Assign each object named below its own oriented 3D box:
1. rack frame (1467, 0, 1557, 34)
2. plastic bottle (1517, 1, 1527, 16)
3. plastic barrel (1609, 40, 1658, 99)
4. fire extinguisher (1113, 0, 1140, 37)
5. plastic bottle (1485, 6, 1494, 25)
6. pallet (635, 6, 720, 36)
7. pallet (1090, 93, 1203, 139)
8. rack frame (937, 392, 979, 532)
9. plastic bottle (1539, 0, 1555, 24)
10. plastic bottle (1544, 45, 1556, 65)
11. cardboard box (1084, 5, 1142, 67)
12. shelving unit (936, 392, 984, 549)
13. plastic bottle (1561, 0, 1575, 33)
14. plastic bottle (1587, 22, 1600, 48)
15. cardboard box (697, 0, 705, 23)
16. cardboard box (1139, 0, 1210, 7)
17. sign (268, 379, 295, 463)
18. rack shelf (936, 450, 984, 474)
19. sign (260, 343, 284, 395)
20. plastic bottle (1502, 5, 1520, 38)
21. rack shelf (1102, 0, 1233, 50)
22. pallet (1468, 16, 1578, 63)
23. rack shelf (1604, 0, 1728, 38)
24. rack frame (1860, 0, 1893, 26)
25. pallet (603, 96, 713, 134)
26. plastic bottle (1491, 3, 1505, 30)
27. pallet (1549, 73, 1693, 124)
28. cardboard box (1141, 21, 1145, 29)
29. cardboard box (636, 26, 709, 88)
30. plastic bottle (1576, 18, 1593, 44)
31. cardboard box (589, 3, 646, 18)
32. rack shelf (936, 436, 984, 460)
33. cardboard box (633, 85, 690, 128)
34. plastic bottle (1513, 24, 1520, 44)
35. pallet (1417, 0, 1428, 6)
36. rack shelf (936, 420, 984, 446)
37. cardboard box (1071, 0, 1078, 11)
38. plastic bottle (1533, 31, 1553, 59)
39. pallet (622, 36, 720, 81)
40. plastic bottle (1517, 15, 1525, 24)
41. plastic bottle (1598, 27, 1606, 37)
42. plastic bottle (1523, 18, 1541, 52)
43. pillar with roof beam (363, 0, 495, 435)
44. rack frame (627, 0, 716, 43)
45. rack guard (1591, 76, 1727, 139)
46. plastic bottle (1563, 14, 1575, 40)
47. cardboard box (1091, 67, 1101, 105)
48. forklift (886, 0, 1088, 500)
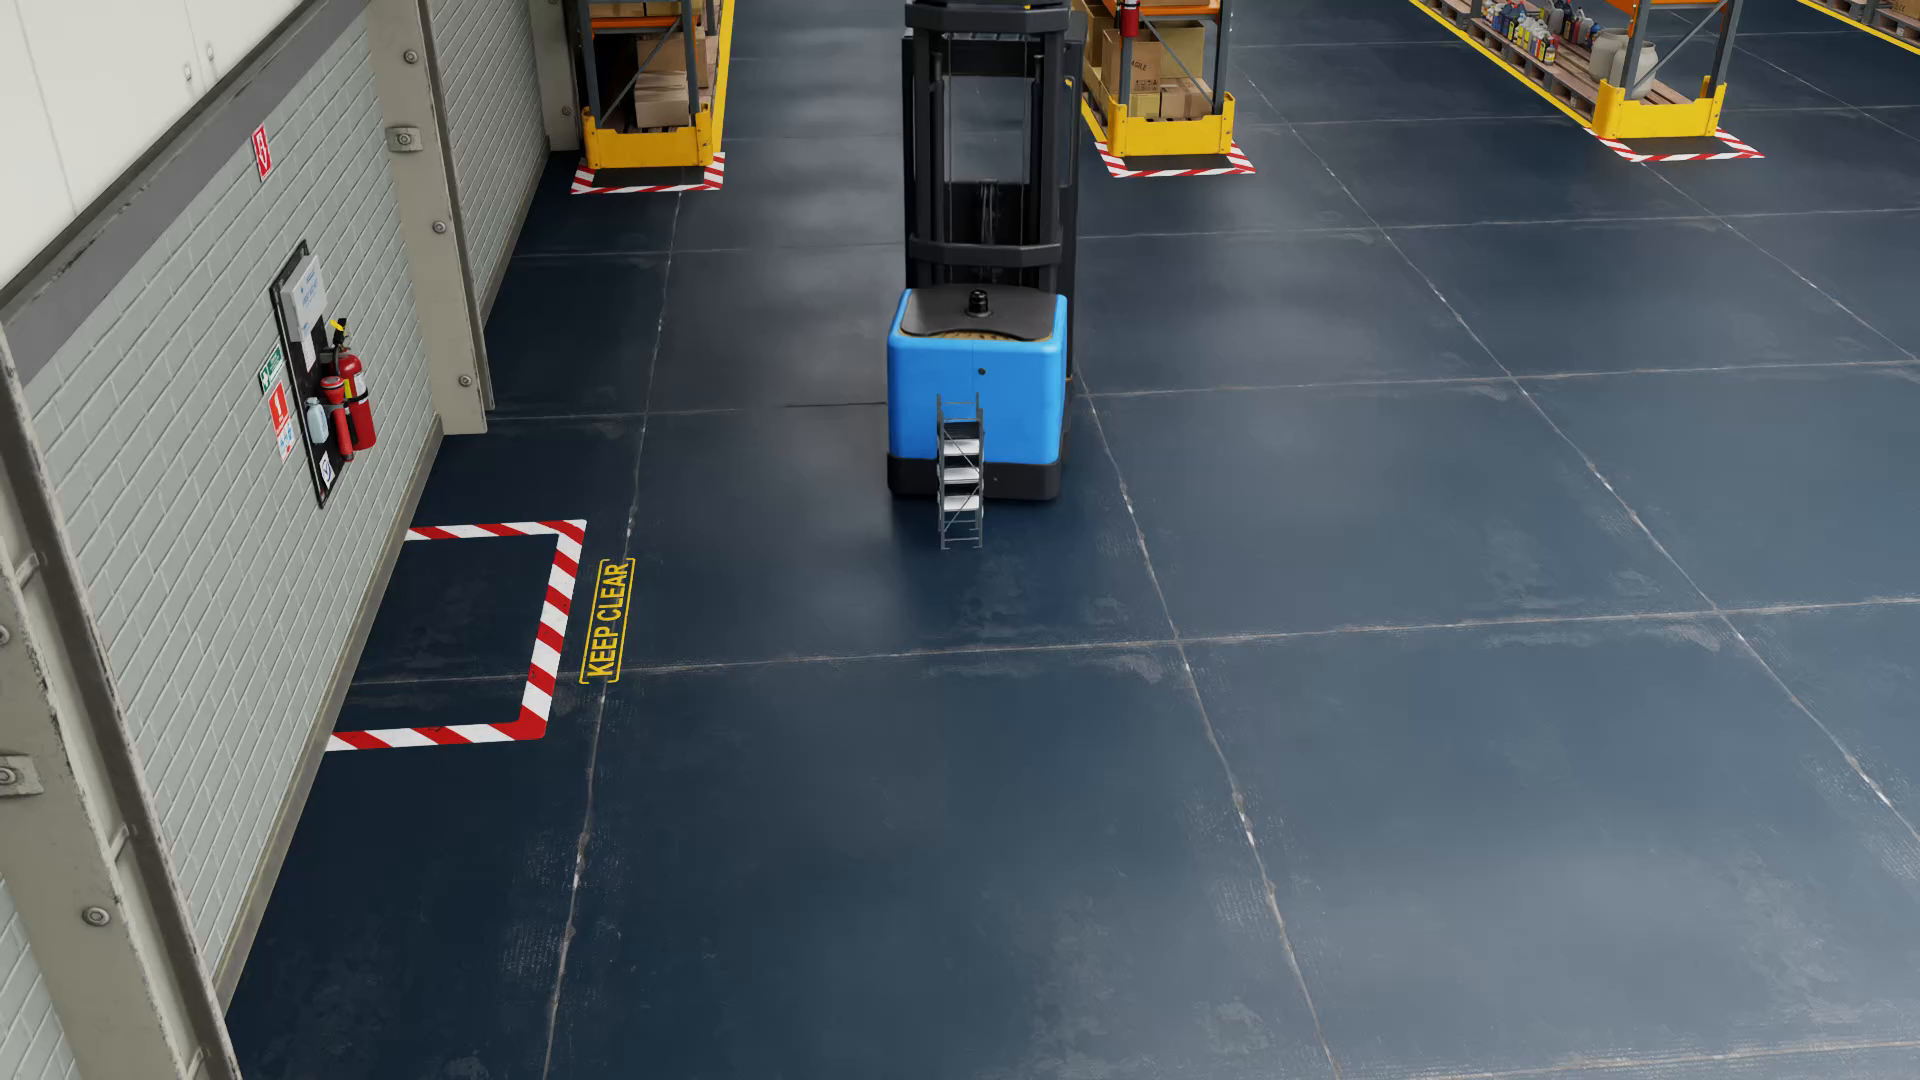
[{"bbox_3d":[6.570,-7.350,19.130,1.000,3.000,0.127,-3,31,-5],"label":"rack frame"},{"bbox_3d":[6.375,-5.976,18.984,0.144,0.351,0.185,-3,31,-5],"label":"plastic bottle"},{"bbox_3d":[6.806,-4.752,16.797,0.421,0.512,0.421,0,31,0],"label":"plastic barrel"},{"bbox_3d":[1.560,-4.956,15.198,0.296,0.674,0.183,-3,31,-5],"label":"fire extinguisher"},{"bbox_3d":[6.172,-6.102,19.340,0.097,0.201,0.097,0,31,0],"label":"plastic bottle"},{"bbox_3d":[-3.368,-6.075,19.715,1.003,0.211,1.213,-3,31,-5],"label":"pallet"},{"bbox_3d":[1.898,-4.263,16.682,1.003,0.211,1.213,-3,31,-5],"label":"pallet"},{"bbox_3d":[-0.010,-0.442,9.613,0.240,0.900,0.006,-3,31,-5],"label":"rack frame"},{"bbox_3d":[6.773,-6.080,19.157,0.144,0.351,0.185,-3,31,-5],"label":"plastic bottle"},{"bbox_3d":[6.335,-5.212,17.850,0.097,0.201,0.097,0,31,0],"label":"plastic bottle"},{"bbox_3d":[1.557,-5.163,17.010,0.500,0.500,0.500,-3,31,-5],"label":"cardboard box"},{"bbox_3d":[-0.001,-0.390,9.526,0.258,0.900,0.210,-3,31,-5],"label":"shelving unit"},{"bbox_3d":[6.935,-5.988,19.005,0.144,0.351,0.185,-4,31,-7],"label":"plastic bottle"},{"bbox_3d":[7.024,-5.595,18.424,0.097,0.271,0.097,0,31,0],"label":"plastic bottle"},{"bbox_3d":[-3.379,-6.366,19.491,0.700,0.500,0.500,-2,31,-3],"label":"cardboard box"},{"bbox_3d":[1.980,-5.354,15.691,0.700,0.500,0.500,-3,31,-5],"label":"cardboard box"},{"bbox_3d":[-3.145,-0.550,7.711,0.001,0.329,0.234,-3,31,-5],"label":"sign"},{"bbox_3d":[-0.001,-0.439,9.497,0.258,0.077,0.200,-3,31,-5],"label":"rack shelf"},{"bbox_3d":[-3.136,-0.780,7.580,0.001,0.109,0.331,-3,31,-5],"label":"sign"},{"bbox_3d":[6.249,-5.873,18.812,0.144,0.351,0.185,-4,31,-7],"label":"plastic bottle"},{"bbox_3d":[1.824,-5.784,17.211,1.077,0.370,4.000,-3,31,-5],"label":"rack shelf"},{"bbox_3d":[6.591,-5.808,19.267,1.003,0.211,1.213,-3,31,-5],"label":"pallet"},{"bbox_3d":[6.756,-6.020,17.605,1.077,0.370,4.000,-3,31,-5],"label":"rack shelf"},{"bbox_3d":[11.501,-7.587,19.527,1.000,3.000,0.127,-3,31,-5],"label":"rack frame"},{"bbox_3d":[-2.968,-4.091,16.393,1.003,0.211,1.213,-3,31,-5],"label":"pallet"},{"bbox_3d":[6.220,-6.022,19.134,0.152,0.276,0.135,-2,31,-3],"label":"plastic bottle"},{"bbox_3d":[6.819,-4.562,17.182,1.003,0.211,1.213,-3,31,-5],"label":"pallet"},{"bbox_3d":[2.074,-5.188,17.051,0.500,0.500,0.500,-3,31,-5],"label":"cardboard box"},{"bbox_3d":[-2.968,-4.974,17.161,0.700,0.500,0.500,-5,31,-8],"label":"cardboard box"},{"bbox_3d":[6.976,-5.708,18.609,0.152,0.276,0.135,-2,31,-4],"label":"plastic bottle"},{"bbox_3d":[-3.157,-5.006,15.333,0.500,0.250,0.500,-2,31,-4],"label":"cardboard box"},{"bbox_3d":[-0.001,-0.516,9.451,0.258,0.077,0.200,-3,31,-5],"label":"rack shelf"},{"bbox_3d":[-2.895,-4.225,16.091,0.500,0.311,0.500,-6,31,-10],"label":"cardboard box"},{"bbox_3d":[6.253,-5.663,18.606,0.097,0.201,0.097,0,31,0],"label":"plastic bottle"},{"bbox_3d":[6.340,-7.176,21.558,1.003,0.211,1.213,-3,31,-5],"label":"pallet"},{"bbox_3d":[-0.001,-0.594,9.405,0.258,0.077,0.200,-3,31,-5],"label":"rack shelf"},{"bbox_3d":[1.463,-5.674,17.864,0.500,0.500,0.500,-3,31,-5],"label":"cardboard box"},{"bbox_3d":[6.339,-5.374,18.049,0.152,0.276,0.135,-3,31,-4],"label":"plastic bottle"},{"bbox_3d":[-3.196,-5.337,18.479,1.003,0.211,1.213,-3,31,-5],"label":"pallet"},{"bbox_3d":[6.300,-5.766,18.709,0.097,0.271,0.097,0,31,0],"label":"plastic bottle"},{"bbox_3d":[7.043,-5.492,18.251,0.097,0.271,0.097,0,31,0],"label":"plastic bottle"},{"bbox_3d":[6.307,-5.561,18.289,0.144,0.351,0.185,-2,31,-3],"label":"plastic bottle"},{"bbox_3d":[1.000,-4.867,9.123,9.100,9.000,0.400,-3,31,-5],"label":"pillar with roof beam"},{"bbox_3d":[-3.294,-6.875,18.335,1.000,3.000,0.127,-3,31,-5],"label":"rack frame"},{"bbox_3d":[6.889,-4.271,16.413,1.175,0.500,0.348,-3,31,-5],"label":"rack guard"},{"bbox_3d":[6.865,-5.777,18.716,0.061,0.283,0.133,-3,31,-5],"label":"plastic bottle"},{"bbox_3d":[1.608,-4.586,16.775,0.500,0.250,0.500,-3,31,-5],"label":"cardboard box"},{"bbox_3d":[0.220,-2.229,10.623,1.130,2.935,3.031,3,31,5],"label":"forklift"}]
